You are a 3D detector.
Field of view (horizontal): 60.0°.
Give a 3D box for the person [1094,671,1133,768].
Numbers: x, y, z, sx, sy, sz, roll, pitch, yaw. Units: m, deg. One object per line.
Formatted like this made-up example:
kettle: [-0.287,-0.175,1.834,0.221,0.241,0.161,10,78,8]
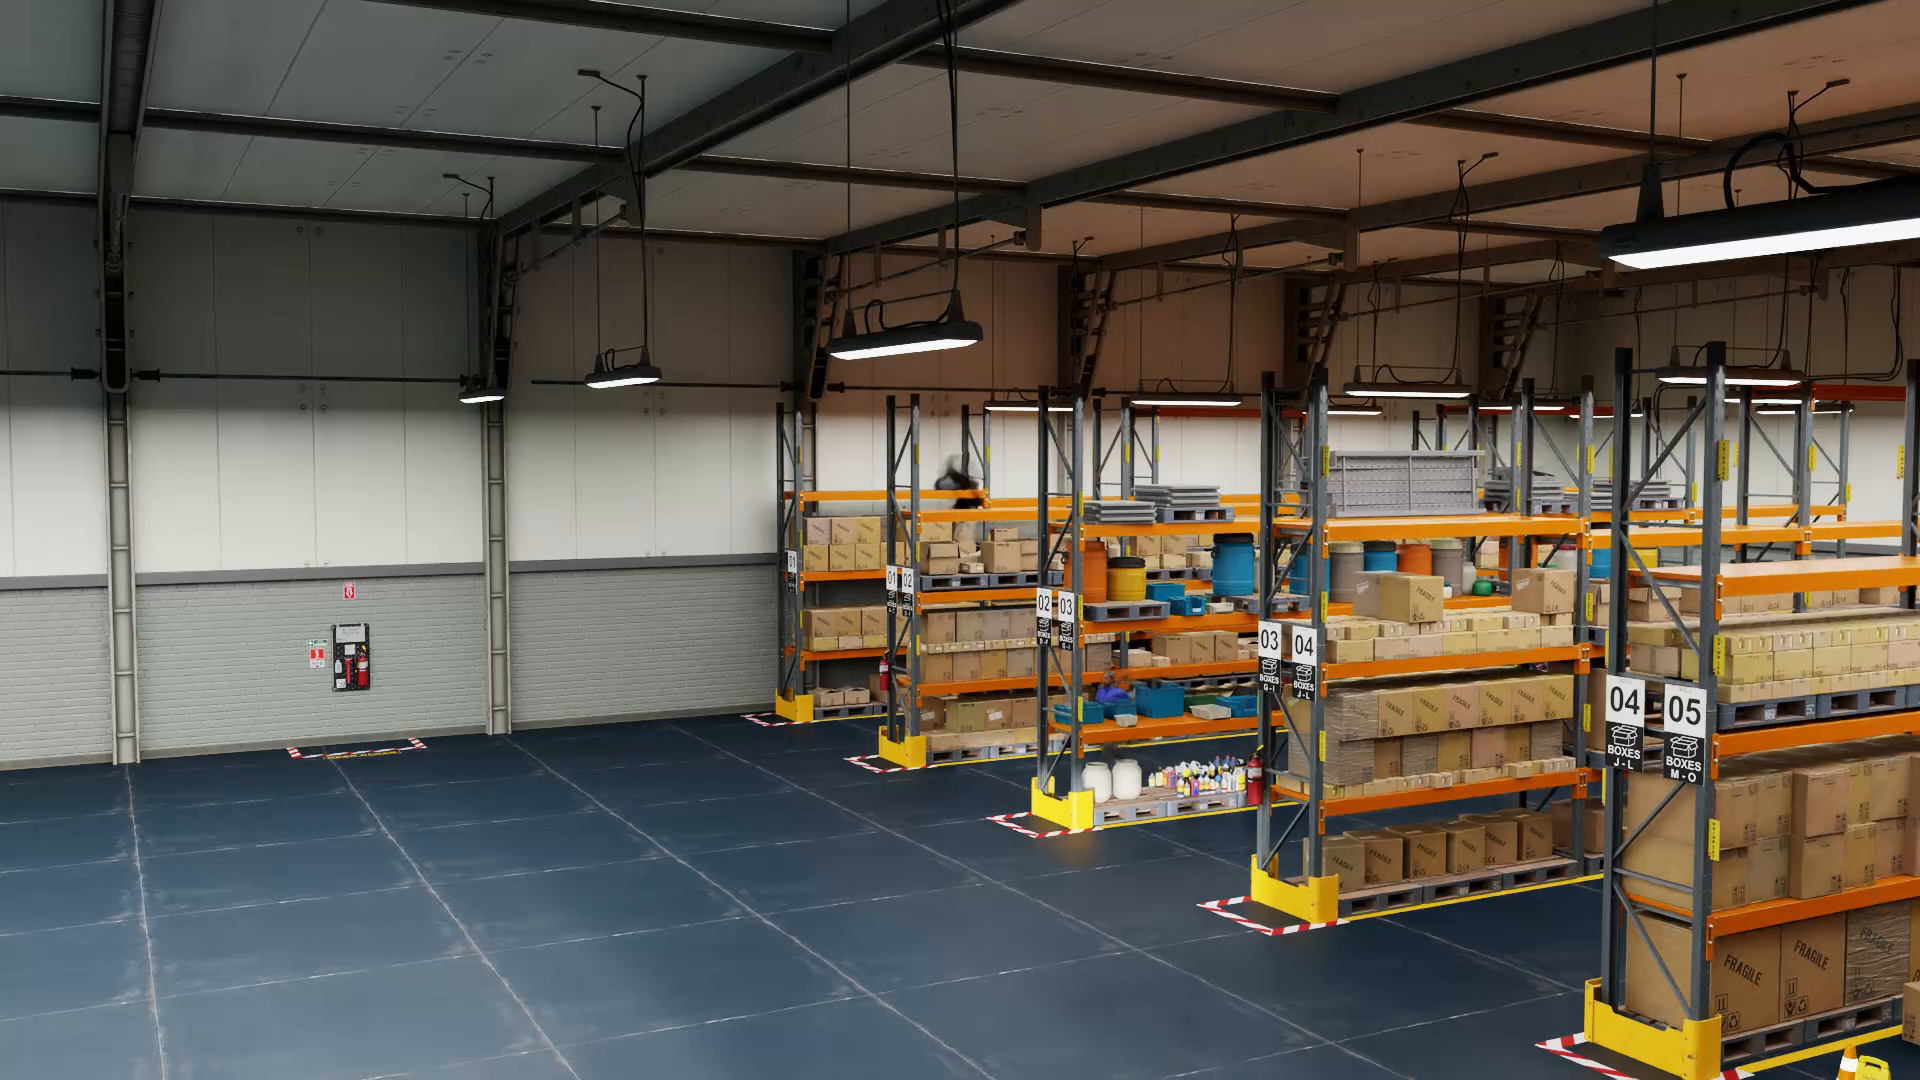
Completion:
person: [2.333,2.870,25.744,0.870,1.672,0.595,-3,4,-40]
